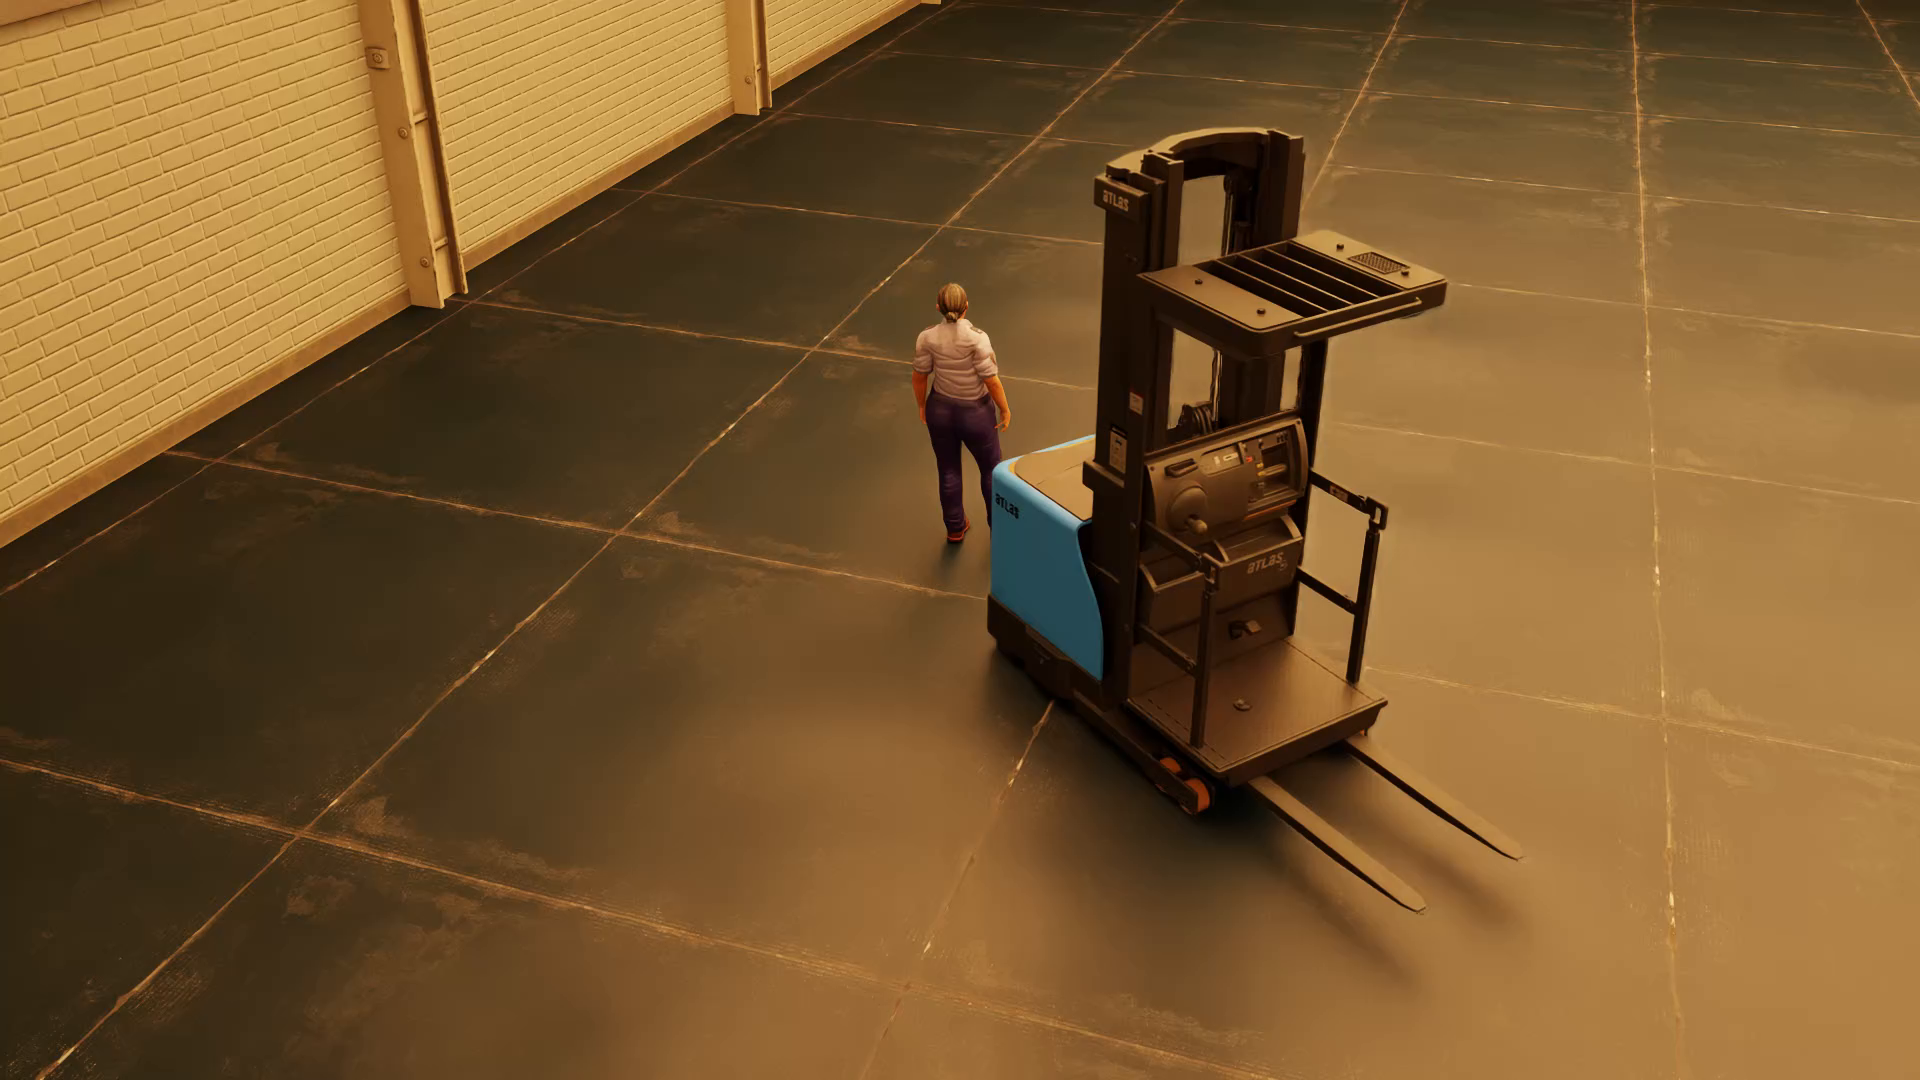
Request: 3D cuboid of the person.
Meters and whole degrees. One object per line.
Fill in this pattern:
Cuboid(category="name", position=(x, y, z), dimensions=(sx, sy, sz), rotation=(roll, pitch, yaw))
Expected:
Cuboid(category="person", position=(0.051, -0.761, 9.752), dimensions=(0.598, 1.651, 0.502), rotation=(10, 31, 16))

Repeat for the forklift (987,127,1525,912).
Cuboid(category="forklift", position=(1.367, -0.251, 7.576), dimensions=(1.130, 2.935, 3.031), rotation=(-18, 34, -28))
